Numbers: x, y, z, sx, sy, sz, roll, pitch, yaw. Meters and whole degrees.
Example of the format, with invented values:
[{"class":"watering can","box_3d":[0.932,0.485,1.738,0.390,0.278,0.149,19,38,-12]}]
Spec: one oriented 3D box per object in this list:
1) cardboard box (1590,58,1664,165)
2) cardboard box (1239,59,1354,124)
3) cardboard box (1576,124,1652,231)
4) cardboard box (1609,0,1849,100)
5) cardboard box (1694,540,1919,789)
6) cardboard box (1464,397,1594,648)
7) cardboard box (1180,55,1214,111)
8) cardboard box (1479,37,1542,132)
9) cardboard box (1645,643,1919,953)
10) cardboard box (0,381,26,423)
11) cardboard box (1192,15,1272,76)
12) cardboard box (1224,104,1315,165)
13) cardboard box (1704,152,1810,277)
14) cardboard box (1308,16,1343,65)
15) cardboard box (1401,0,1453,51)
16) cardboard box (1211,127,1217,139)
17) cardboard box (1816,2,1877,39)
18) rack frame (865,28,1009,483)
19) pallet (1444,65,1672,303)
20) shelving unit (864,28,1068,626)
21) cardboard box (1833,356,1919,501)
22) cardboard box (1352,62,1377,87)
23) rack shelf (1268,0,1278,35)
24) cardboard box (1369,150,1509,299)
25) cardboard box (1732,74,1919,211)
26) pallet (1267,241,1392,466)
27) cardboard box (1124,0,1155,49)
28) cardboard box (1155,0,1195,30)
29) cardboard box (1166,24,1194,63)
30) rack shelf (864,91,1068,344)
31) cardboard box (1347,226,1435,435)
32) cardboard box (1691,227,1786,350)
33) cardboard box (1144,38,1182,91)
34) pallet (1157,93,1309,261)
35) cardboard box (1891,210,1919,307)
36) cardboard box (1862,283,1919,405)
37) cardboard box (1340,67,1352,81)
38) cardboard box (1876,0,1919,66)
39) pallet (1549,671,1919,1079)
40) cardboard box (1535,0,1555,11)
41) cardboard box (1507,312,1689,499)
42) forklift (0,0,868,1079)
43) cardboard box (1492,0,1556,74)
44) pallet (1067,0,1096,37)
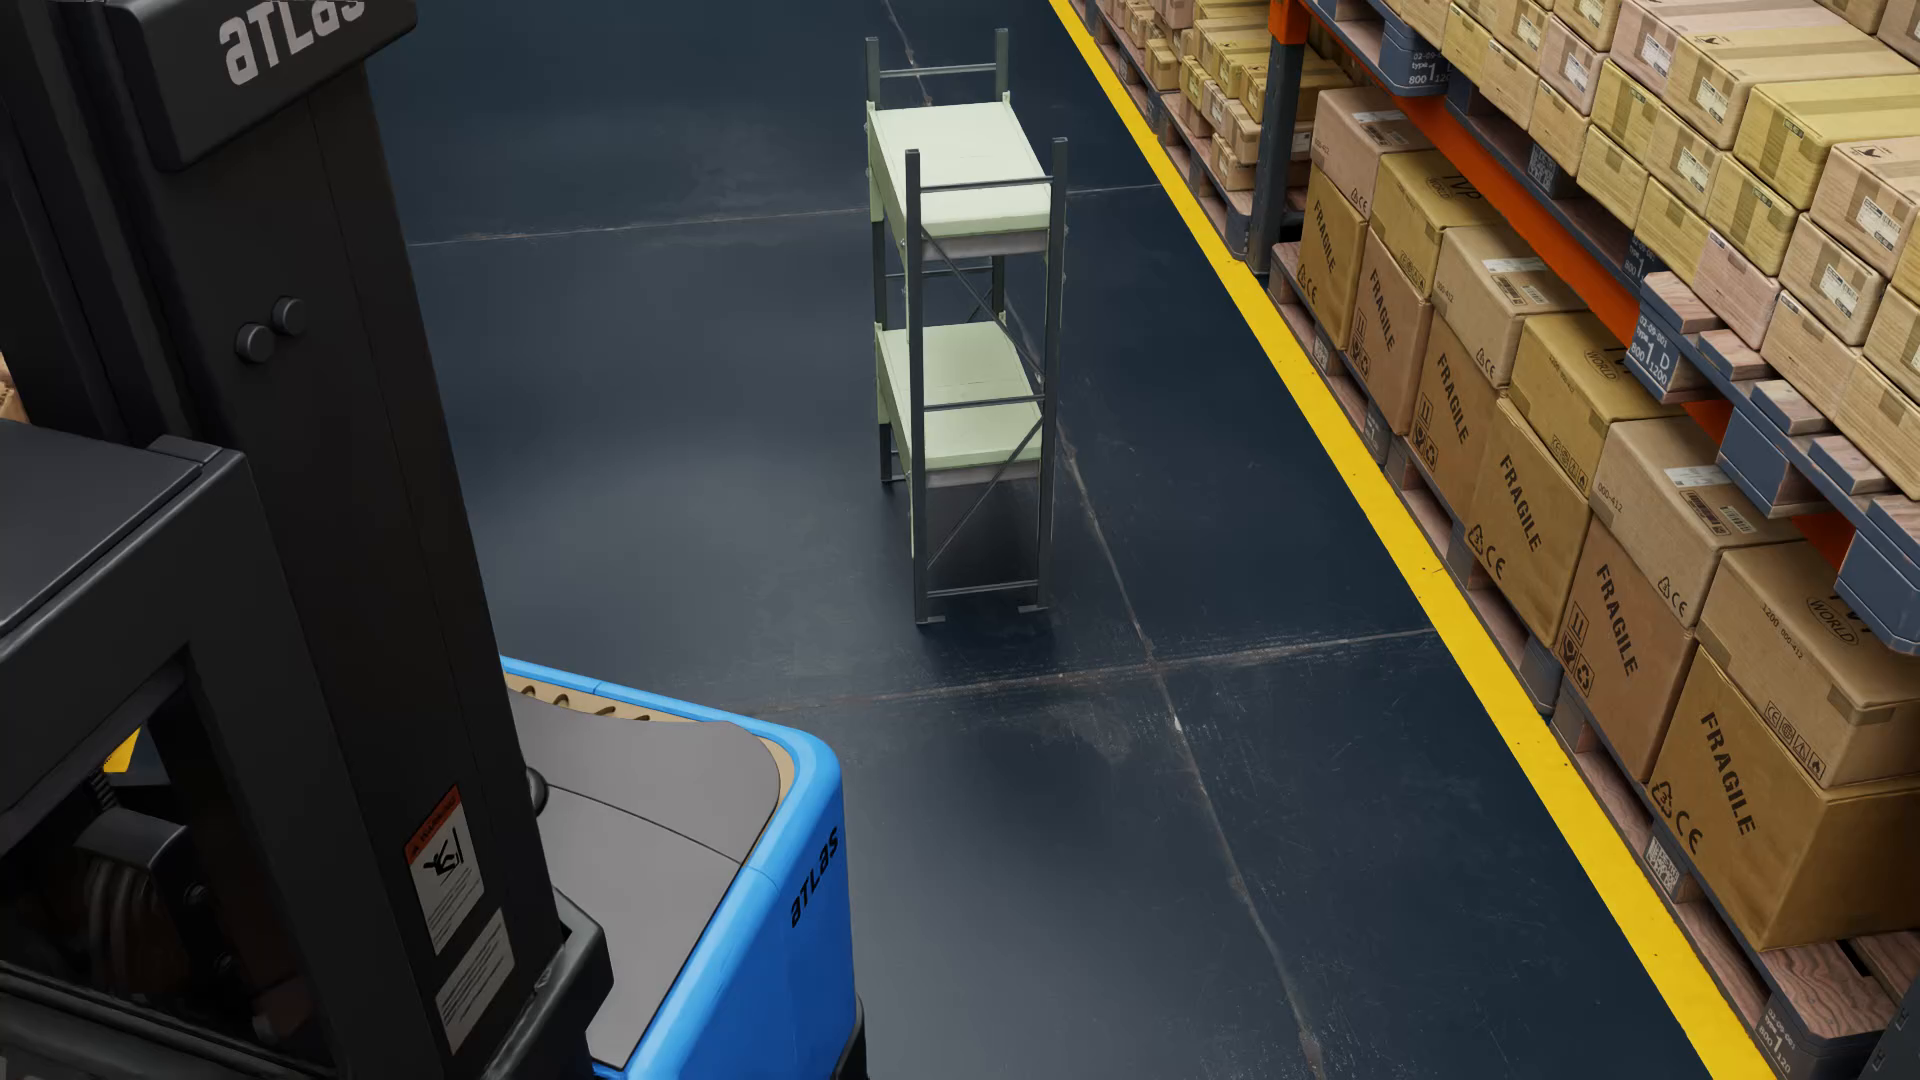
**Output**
[{"class":"cardboard box","box_3d":[1.632,-0.956,3.655,0.380,0.149,0.250,-6,38,-8]},{"class":"cardboard box","box_3d":[1.329,-1.778,6.591,0.380,0.149,0.250,-5,38,-7]},{"class":"cardboard box","box_3d":[1.634,-0.835,3.742,0.380,0.149,0.250,-8,39,-10]},{"class":"cardboard box","box_3d":[1.637,-1.066,3.555,0.380,0.149,0.250,-6,38,-8]},{"class":"cardboard box","box_3d":[1.971,0.240,3.580,0.500,0.250,0.500,-7,38,-9]},{"class":"cardboard box","box_3d":[1.780,-0.080,4.604,0.500,0.500,0.500,-8,39,-10]},{"class":"cardboard box","box_3d":[1.156,-1.952,7.057,0.380,0.149,0.250,-7,38,-10]},{"class":"cardboard box","box_3d":[1.539,-1.155,4.154,0.380,0.149,0.250,-8,39,-10]},{"class":"cardboard box","box_3d":[1.976,0.551,3.791,0.500,0.500,0.500,-6,38,-8]},{"class":"cardboard box","box_3d":[-2.801,0.287,3.825,1.225,0.875,0.875,-6,38,-8]},{"class":"cardboard box","box_3d":[1.195,-2.078,6.976,0.380,0.149,0.250,-7,38,-8]},{"class":"cardboard box","box_3d":[1.280,-1.630,6.642,0.380,0.149,0.250,-6,38,-7]},{"class":"cardboard box","box_3d":[1.717,-0.654,3.267,0.380,0.149,0.250,-5,38,-7]},{"class":"cardboard box","box_3d":[1.709,-2.142,7.059,0.380,0.149,0.250,-7,38,-9]},{"class":"cardboard box","box_3d":[1.446,-1.472,4.562,0.380,0.149,0.250,-8,39,-10]},{"class":"cardboard box","box_3d":[1.280,-1.723,7.004,0.380,0.149,0.250,-5,38,-7]},{"class":"cardboard box","box_3d":[2.235,-1.176,3.939,0.380,0.149,0.250,-7,38,-8]},{"class":"rack frame","box_3d":[-0.063,-0.809,5.069,0.400,1.500,0.023,-6,38,-8]},{"class":"pallet","box_3d":[1.962,-1.016,4.269,1.003,0.211,1.213,-6,38,-8]},{"class":"shelving unit","box_3d":[0.001,-0.588,4.785,0.431,1.500,0.755,-6,38,-8]},{"class":"cardboard box","box_3d":[1.810,-0.216,2.945,0.380,0.149,0.250,-6,38,-7]},{"class":"cardboard box","box_3d":[1.791,-1.822,6.647,0.380,0.149,0.250,-5,38,-6]},{"class":"rack shelf","box_3d":[1.297,-3.241,7.563,1.077,0.370,4.000,-6,38,-8]},{"class":"cardboard box","box_3d":[1.613,-0.995,5.170,0.500,0.250,0.500,-5,38,-7]},{"class":"cardboard box","box_3d":[1.724,-0.759,3.160,0.380,0.149,0.250,-5,38,-7]},{"class":"pallet","box_3d":[1.786,-0.745,6.037,1.003,0.211,1.213,-6,38,-8]},{"class":"cardboard box","box_3d":[1.008,-2.489,7.990,0.380,0.149,0.250,-6,38,-8]},{"class":"cardboard box","box_3d":[1.087,-2.397,7.387,0.380,0.149,0.250,-8,39,-10]},{"class":"cardboard box","box_3d":[1.144,-2.266,7.461,0.380,0.149,0.250,-5,38,-7]},{"class":"rack shelf","box_3d":[0.001,-0.896,4.545,0.431,0.370,0.720,-6,38,-8]},{"class":"cardboard box","box_3d":[1.611,-0.701,5.403,0.500,0.500,0.500,-5,38,-6]},{"class":"cardboard box","box_3d":[1.723,-0.521,3.338,0.380,0.149,0.250,-6,38,-7]},{"class":"cardboard box","box_3d":[1.062,-2.182,7.595,0.380,0.149,0.250,-6,38,-8]},{"class":"pallet","box_3d":[1.495,-1.617,7.160,1.003,0.211,1.213,-6,38,-8]},{"class":"cardboard box","box_3d":[1.812,-0.449,2.760,0.380,0.149,0.250,-8,38,-10]},{"class":"cardboard box","box_3d":[1.814,-0.334,2.855,0.380,0.149,0.250,-5,38,-7]},{"class":"cardboard box","box_3d":[1.767,-1.871,6.952,0.380,0.149,0.250,-6,38,-8]},{"class":"cardboard box","box_3d":[2.275,-1.136,3.645,0.380,0.149,0.250,-5,38,-6]},{"class":"pallet","box_3d":[2.213,0.728,4.140,1.003,0.211,1.213,-6,38,-8]},{"class":"cardboard box","box_3d":[1.542,-1.387,3.968,0.380,0.149,0.250,-5,38,-7]},{"class":"cardboard box","box_3d":[1.798,-0.373,4.369,0.500,0.250,0.500,-5,38,-7]},{"class":"forklift","box_3d":[-1.161,0.812,1.816,1.130,2.935,3.031,12,39,15]},{"class":"cardboard box","box_3d":[1.540,-1.269,4.058,0.380,0.149,0.250,-7,38,-9]},{"class":"pallet","box_3d":[1.067,-3.091,9.057,1.003,0.211,1.213,-6,38,-8]}]
